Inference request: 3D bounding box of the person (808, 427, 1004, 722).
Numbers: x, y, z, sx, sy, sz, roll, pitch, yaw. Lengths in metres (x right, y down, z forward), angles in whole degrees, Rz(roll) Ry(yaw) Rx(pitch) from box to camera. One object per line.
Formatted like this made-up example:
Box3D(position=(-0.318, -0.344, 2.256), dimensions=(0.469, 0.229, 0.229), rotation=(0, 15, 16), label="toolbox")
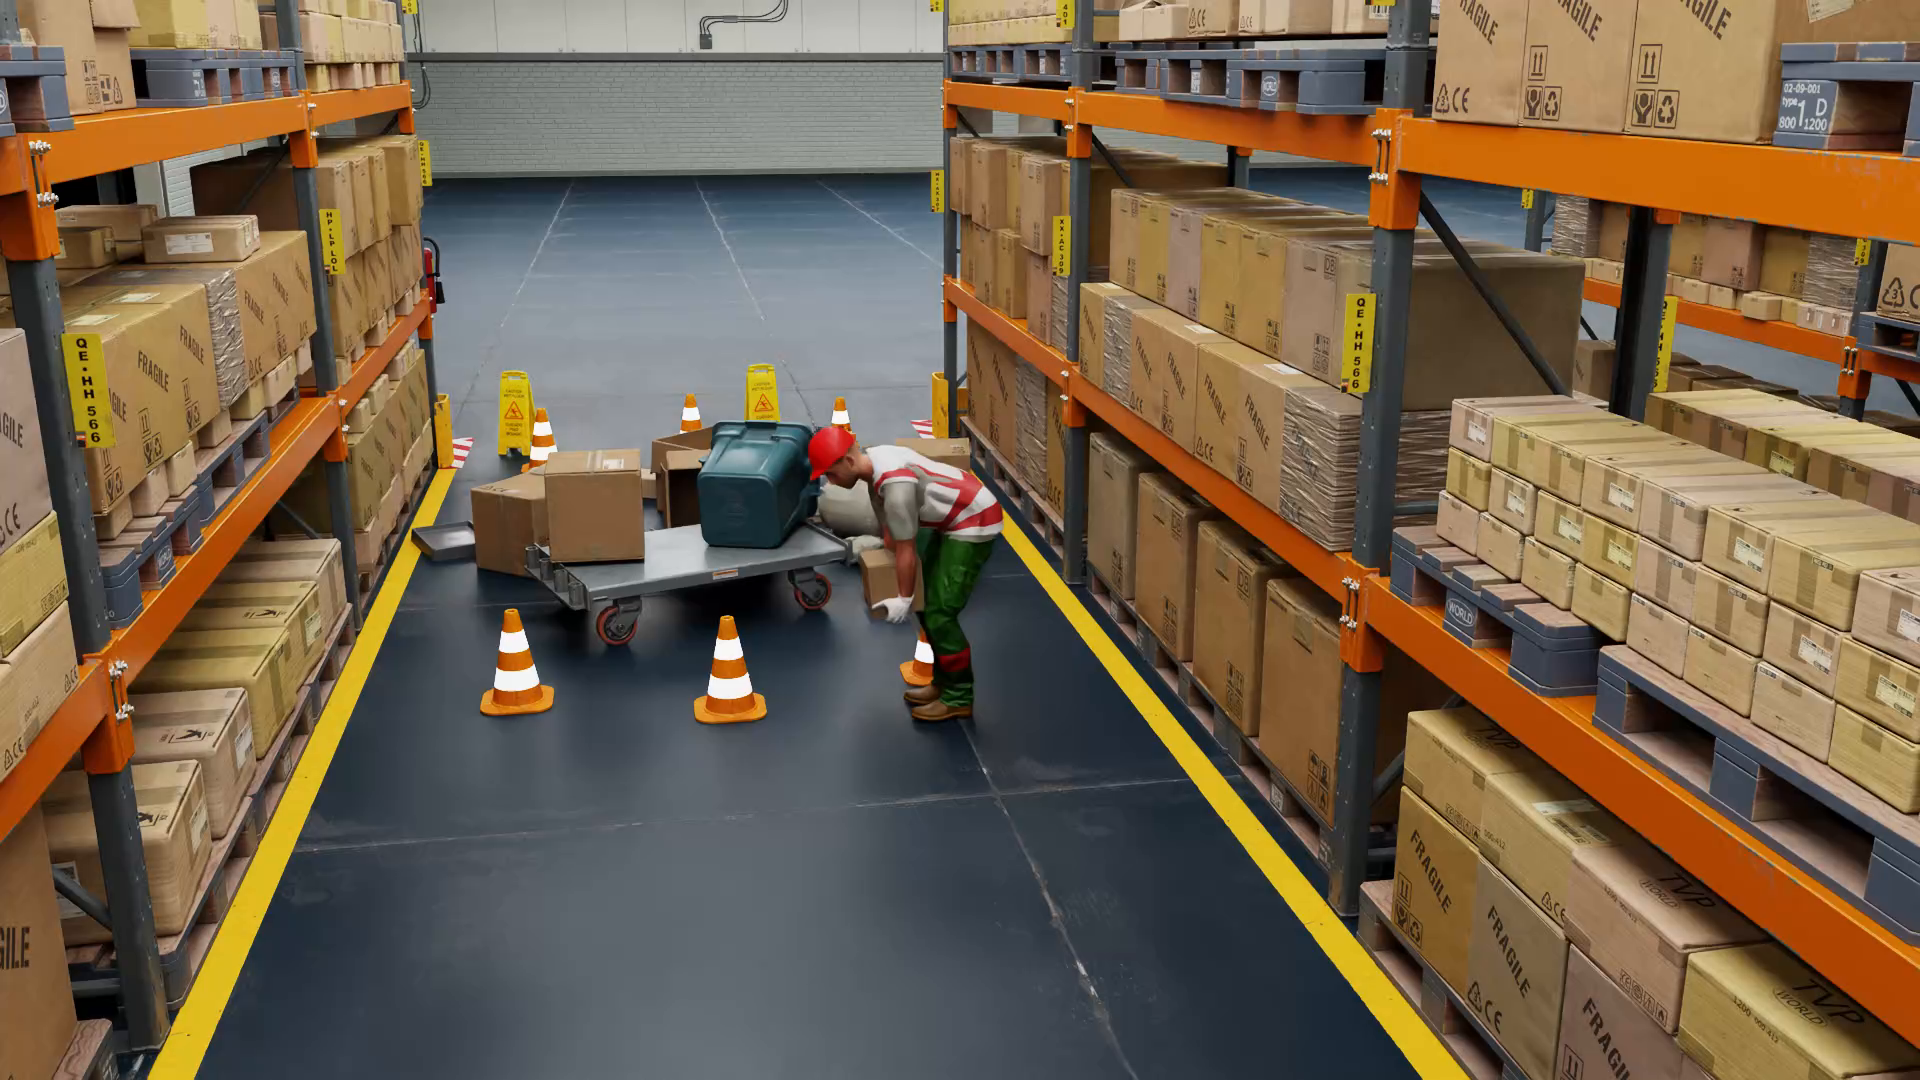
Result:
Box3D(position=(-0.246, 0.143, 7.695), dimensions=(0.888, 1.396, 0.471), rotation=(-3, 17, -12), label="person")
